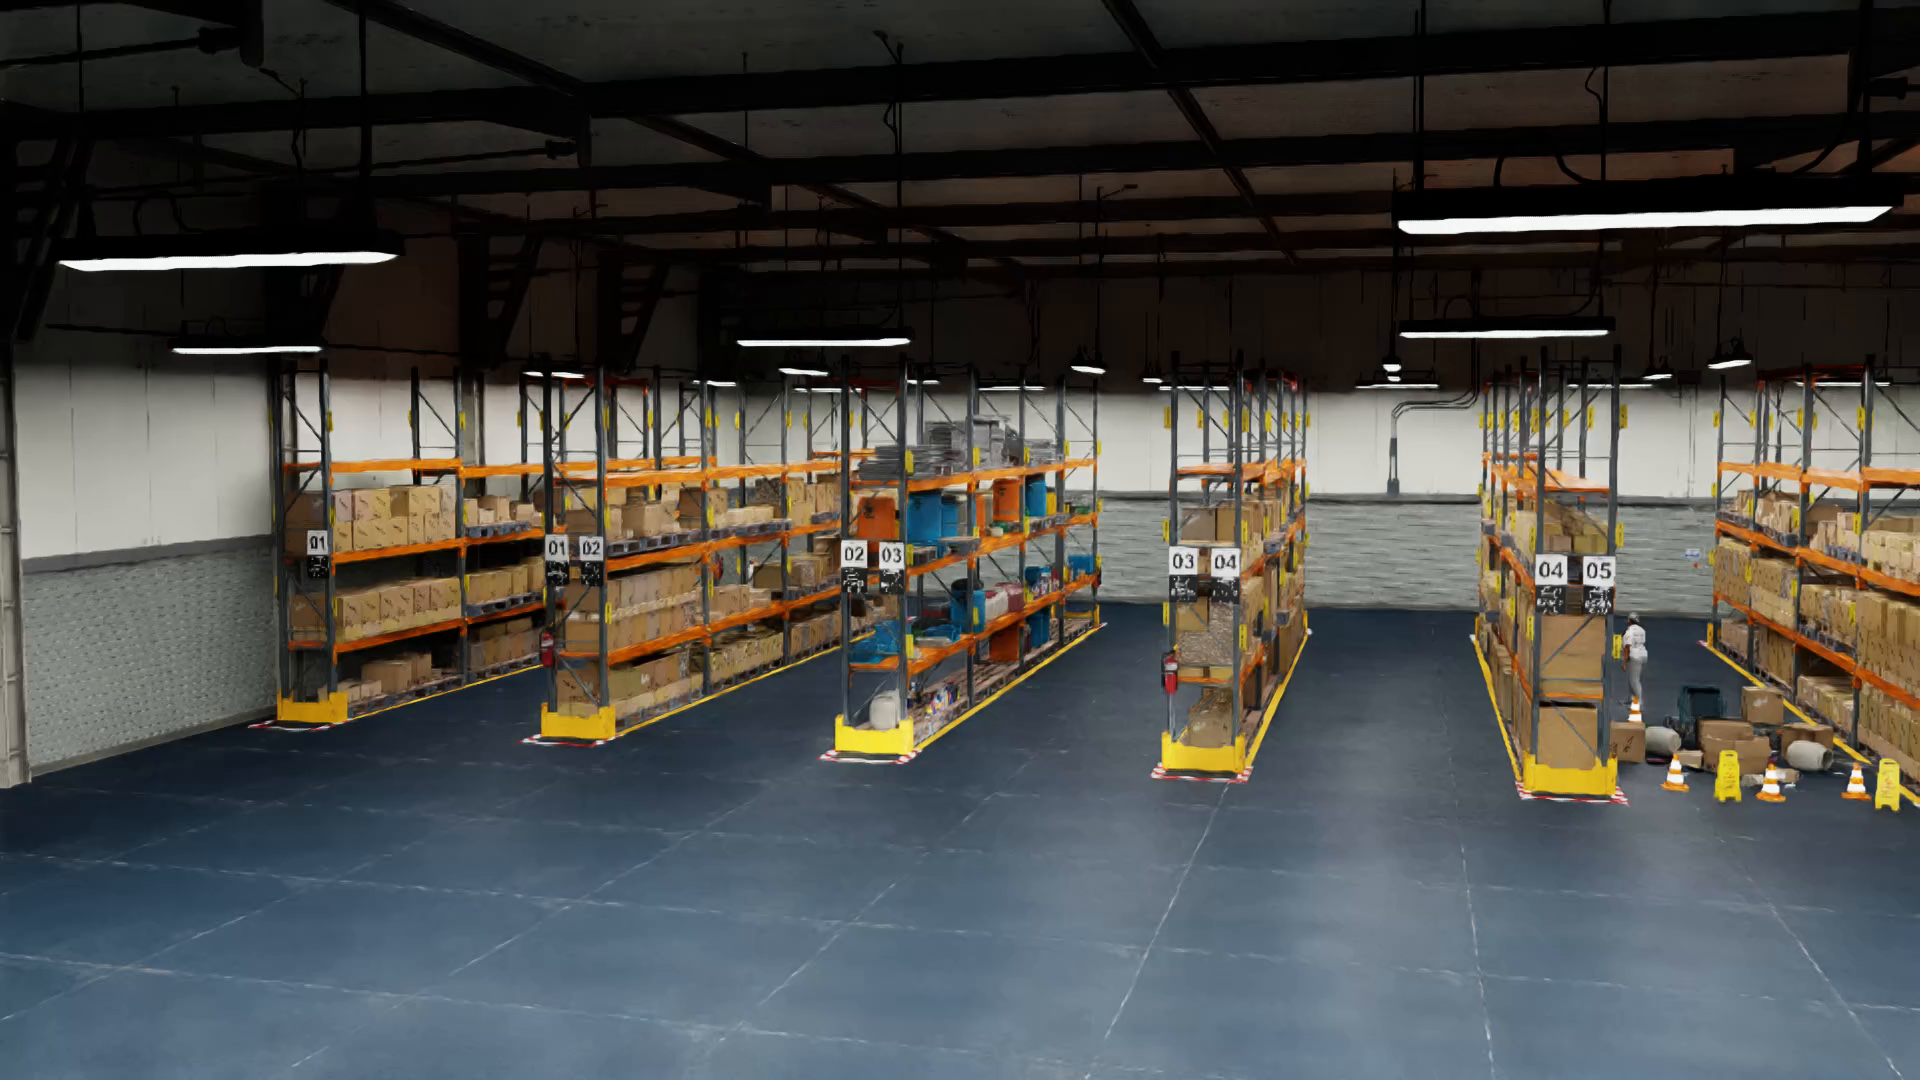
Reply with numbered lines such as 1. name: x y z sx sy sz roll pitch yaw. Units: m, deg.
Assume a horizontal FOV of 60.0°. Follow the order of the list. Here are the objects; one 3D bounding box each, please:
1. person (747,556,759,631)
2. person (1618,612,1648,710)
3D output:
1. person: -4.828 1.320 39.342 0.525 1.671 0.646 -1 4 -9
2. person: 11.676 2.085 28.899 0.599 1.659 0.556 -4 6 -42
